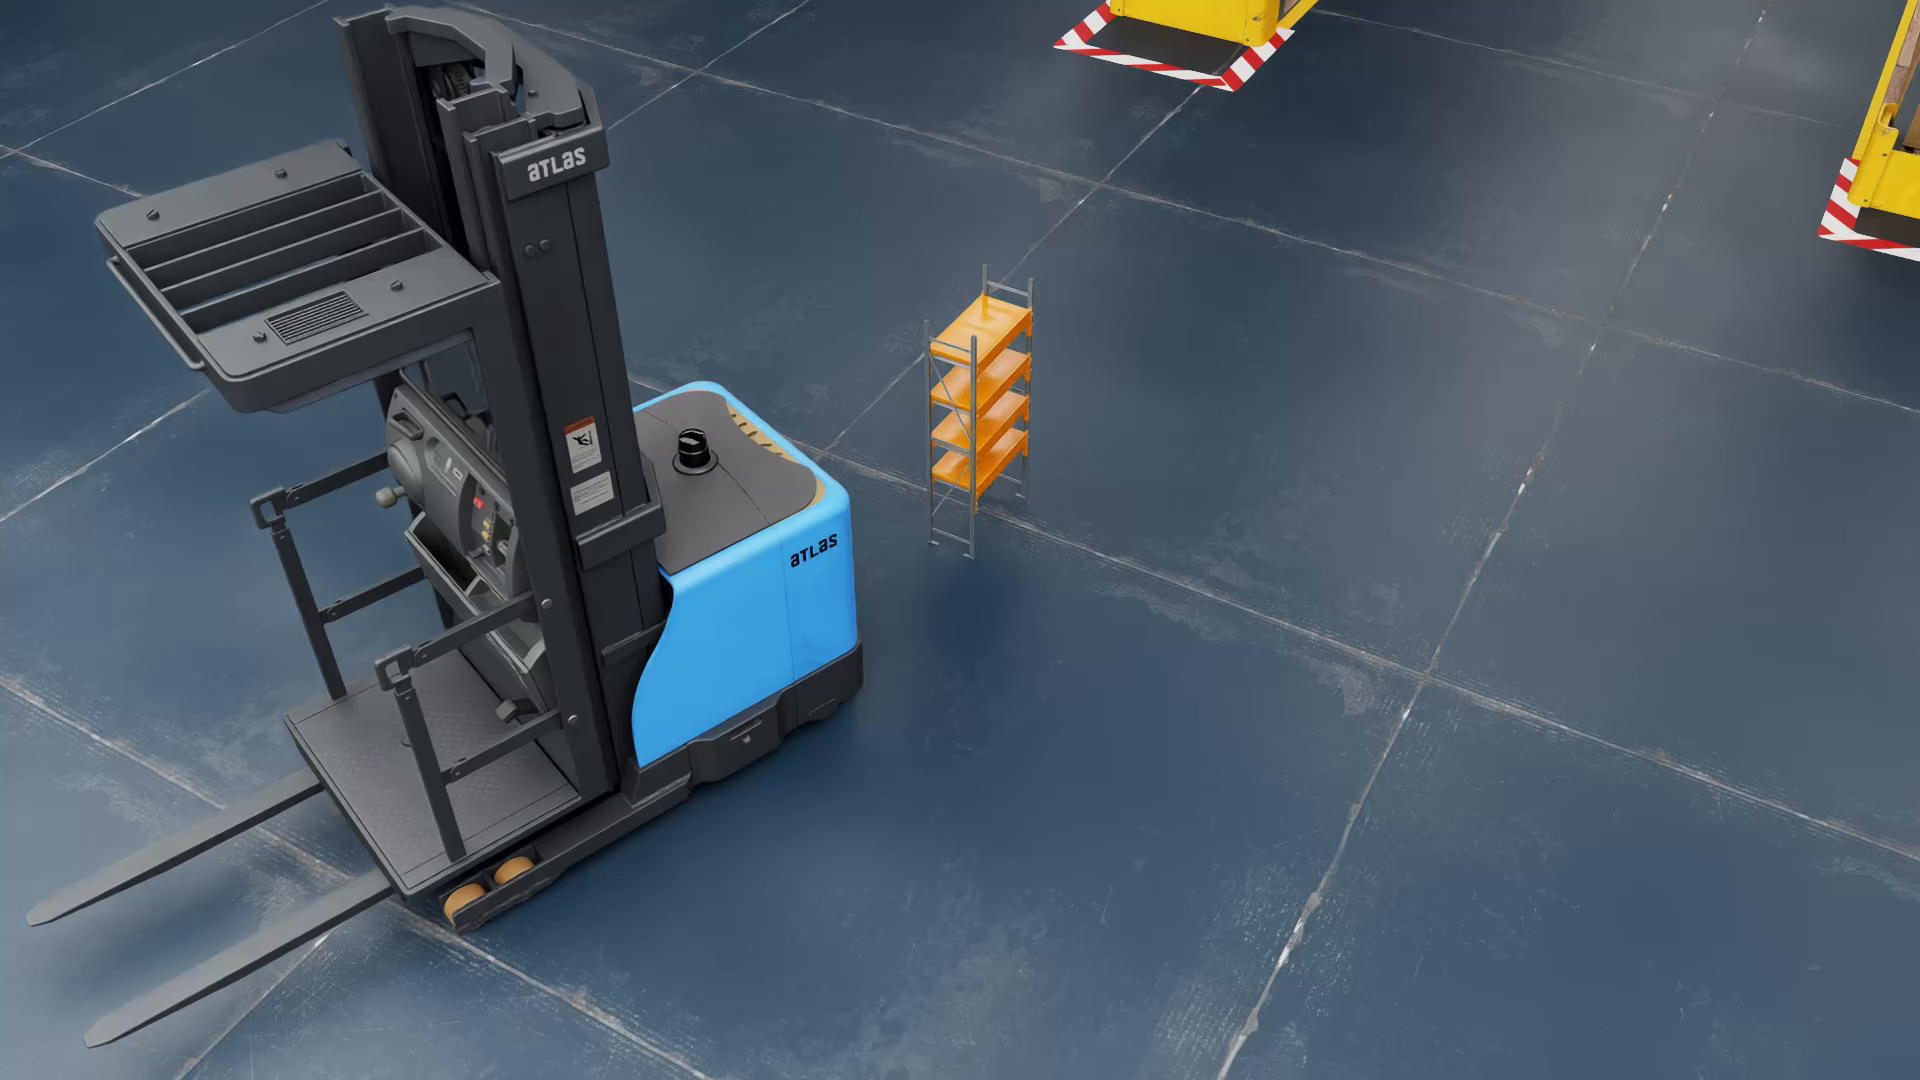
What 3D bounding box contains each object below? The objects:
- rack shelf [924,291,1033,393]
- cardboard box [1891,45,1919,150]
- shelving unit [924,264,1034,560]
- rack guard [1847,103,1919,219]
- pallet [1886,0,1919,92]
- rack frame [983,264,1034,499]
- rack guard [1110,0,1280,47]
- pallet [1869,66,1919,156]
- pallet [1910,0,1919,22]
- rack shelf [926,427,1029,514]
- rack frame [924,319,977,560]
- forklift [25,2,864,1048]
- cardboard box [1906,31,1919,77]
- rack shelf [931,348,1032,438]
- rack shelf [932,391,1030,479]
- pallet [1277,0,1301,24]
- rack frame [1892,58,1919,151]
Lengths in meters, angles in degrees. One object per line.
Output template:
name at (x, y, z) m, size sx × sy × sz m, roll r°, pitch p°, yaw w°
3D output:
rack shelf at (0.083, -0.840, 7.017) m, size 0.258 × 0.148 × 0.480 m, roll 21°, pitch 45°, yaw 22°
cardboard box at (6.122, -2.810, 9.776) m, size 0.875 × 0.875 × 0.875 m, roll 21°, pitch 46°, yaw 22°
shelving unit at (0.083, -0.545, 7.277) m, size 0.258 × 1.200 × 0.503 m, roll 21°, pitch 45°, yaw 22°
rack guard at (5.828, -2.088, 9.558) m, size 1.175 × 0.500 × 0.348 m, roll 21°, pitch 45°, yaw 22°
pallet at (6.784, -3.172, 11.008) m, size 1.003 × 0.211 × 1.213 m, roll 21°, pitch 45°, yaw 22°
rack frame at (0.205, -0.685, 7.435) m, size 0.240 × 1.200 × 0.015 m, roll 21°, pitch 45°, yaw 22°
rack guard at (1.634, -3.843, 11.551) m, size 1.175 × 0.500 × 0.348 m, roll 21°, pitch 45°, yaw 22°
pallet at (6.172, -2.477, 10.218) m, size 1.003 × 0.211 × 1.213 m, roll 21°, pitch 45°, yaw 22°
pallet at (7.393, -3.873, 11.804) m, size 1.003 × 0.211 × 1.213 m, roll 21°, pitch 45°, yaw 22°
rack shelf at (0.083, -0.345, 7.452) m, size 0.258 × 0.148 × 0.480 m, roll 21°, pitch 45°, yaw 22°
rack frame at (-0.039, -0.405, 7.118) m, size 0.240 × 1.200 × 0.015 m, roll 21°, pitch 45°, yaw 22°
forklift at (-1.855, -0.096, 5.457) m, size 3.031 × 2.935 × 1.130 m, roll -28°, pitch 49°, yaw -28°
cardboard box at (6.561, -3.314, 10.349) m, size 0.875 × 0.875 × 0.875 m, roll 20°, pitch 45°, yaw 21°
rack shelf at (0.083, -0.662, 7.173) m, size 0.258 × 0.148 × 0.480 m, roll 21°, pitch 45°, yaw 22°
rack shelf at (0.083, -0.495, 7.321) m, size 0.258 × 0.148 × 0.480 m, roll 21°, pitch 45°, yaw 22°
pallet at (2.072, -4.188, 12.162) m, size 1.003 × 0.211 × 1.213 m, roll 21°, pitch 45°, yaw 22°
rack frame at (5.840, -3.040, 8.748) m, size 1.000 × 3.000 × 0.127 m, roll 21°, pitch 45°, yaw 22°
